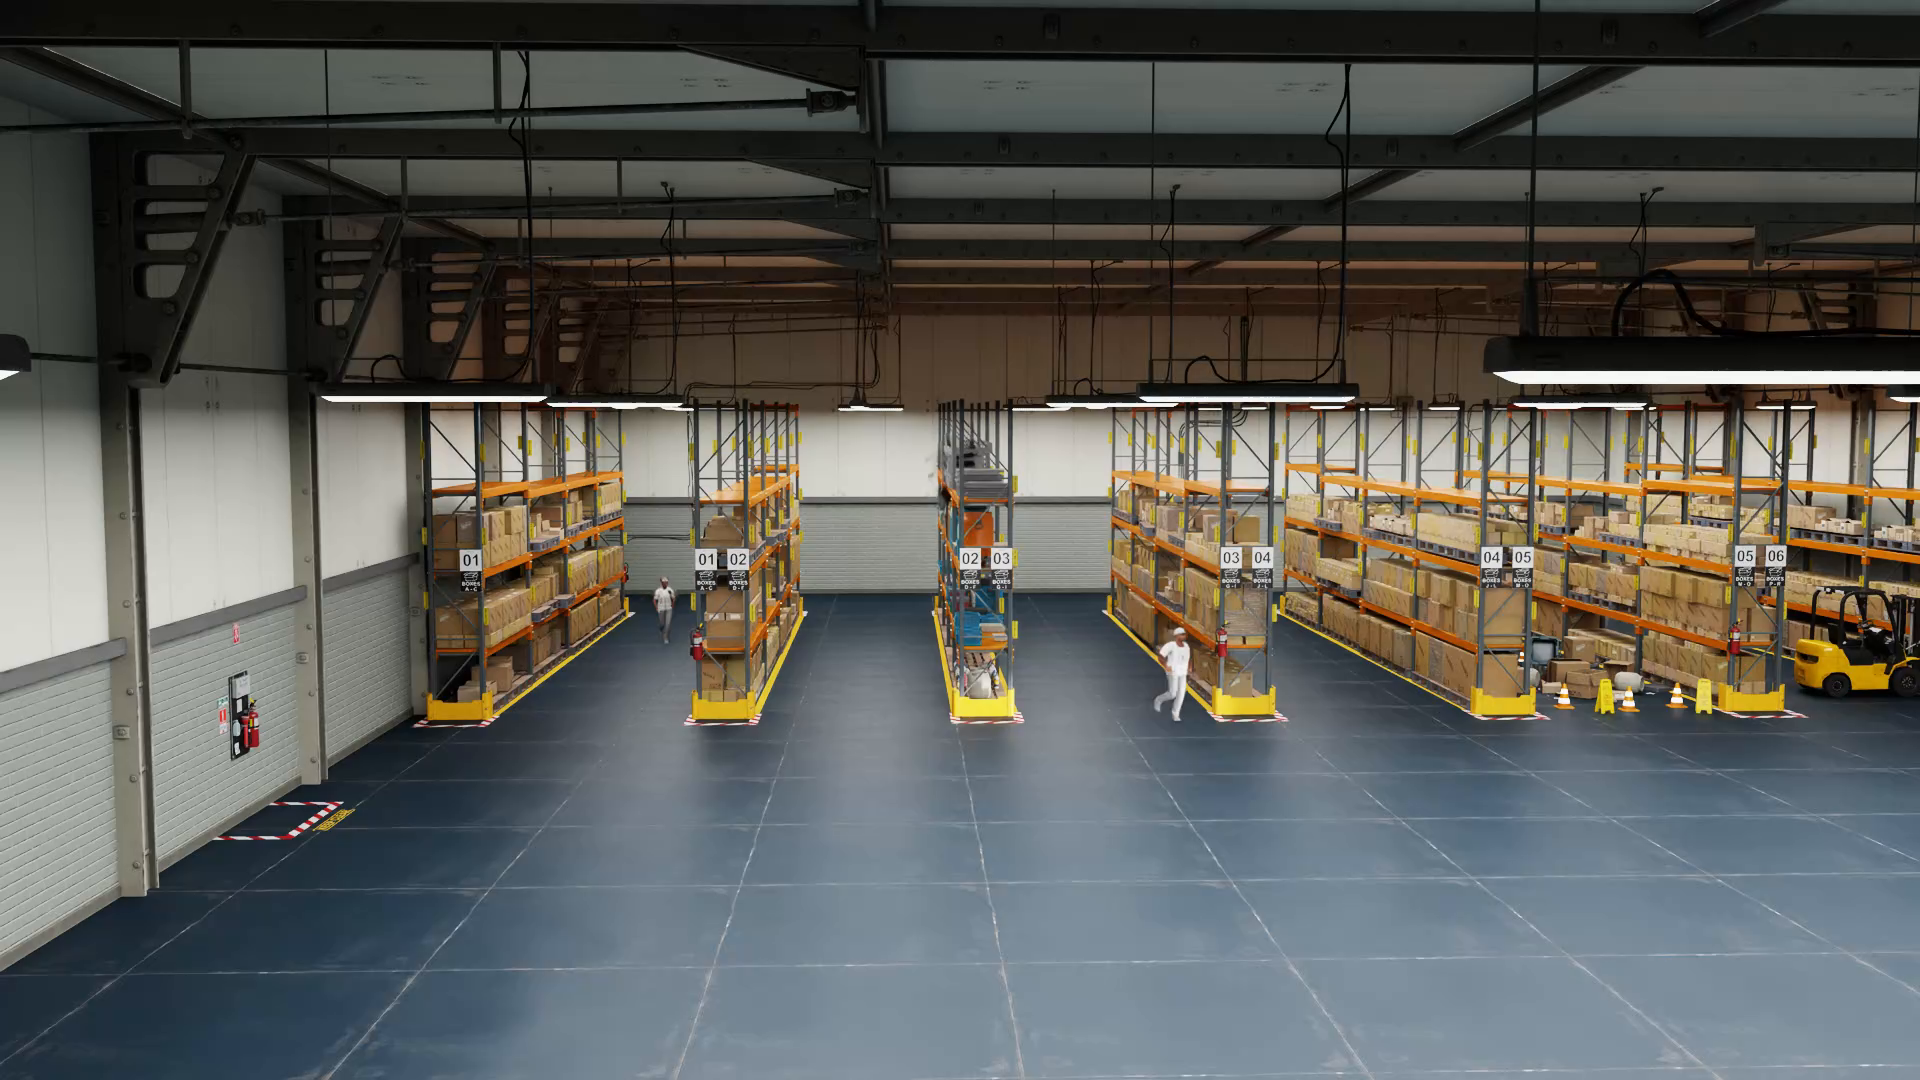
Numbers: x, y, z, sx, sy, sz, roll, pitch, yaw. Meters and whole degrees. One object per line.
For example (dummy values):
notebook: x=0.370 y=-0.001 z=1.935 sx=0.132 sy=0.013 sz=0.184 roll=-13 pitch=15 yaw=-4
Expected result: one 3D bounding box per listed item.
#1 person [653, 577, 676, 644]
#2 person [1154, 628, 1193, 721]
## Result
person: x=-7.390 y=1.751 z=41.659 sx=0.575 sy=1.658 sz=0.622 roll=-1 pitch=5 yaw=-16
person: x=4.082 y=2.505 z=31.208 sx=0.757 sy=1.702 sz=0.782 roll=-2 pitch=5 yaw=-29
